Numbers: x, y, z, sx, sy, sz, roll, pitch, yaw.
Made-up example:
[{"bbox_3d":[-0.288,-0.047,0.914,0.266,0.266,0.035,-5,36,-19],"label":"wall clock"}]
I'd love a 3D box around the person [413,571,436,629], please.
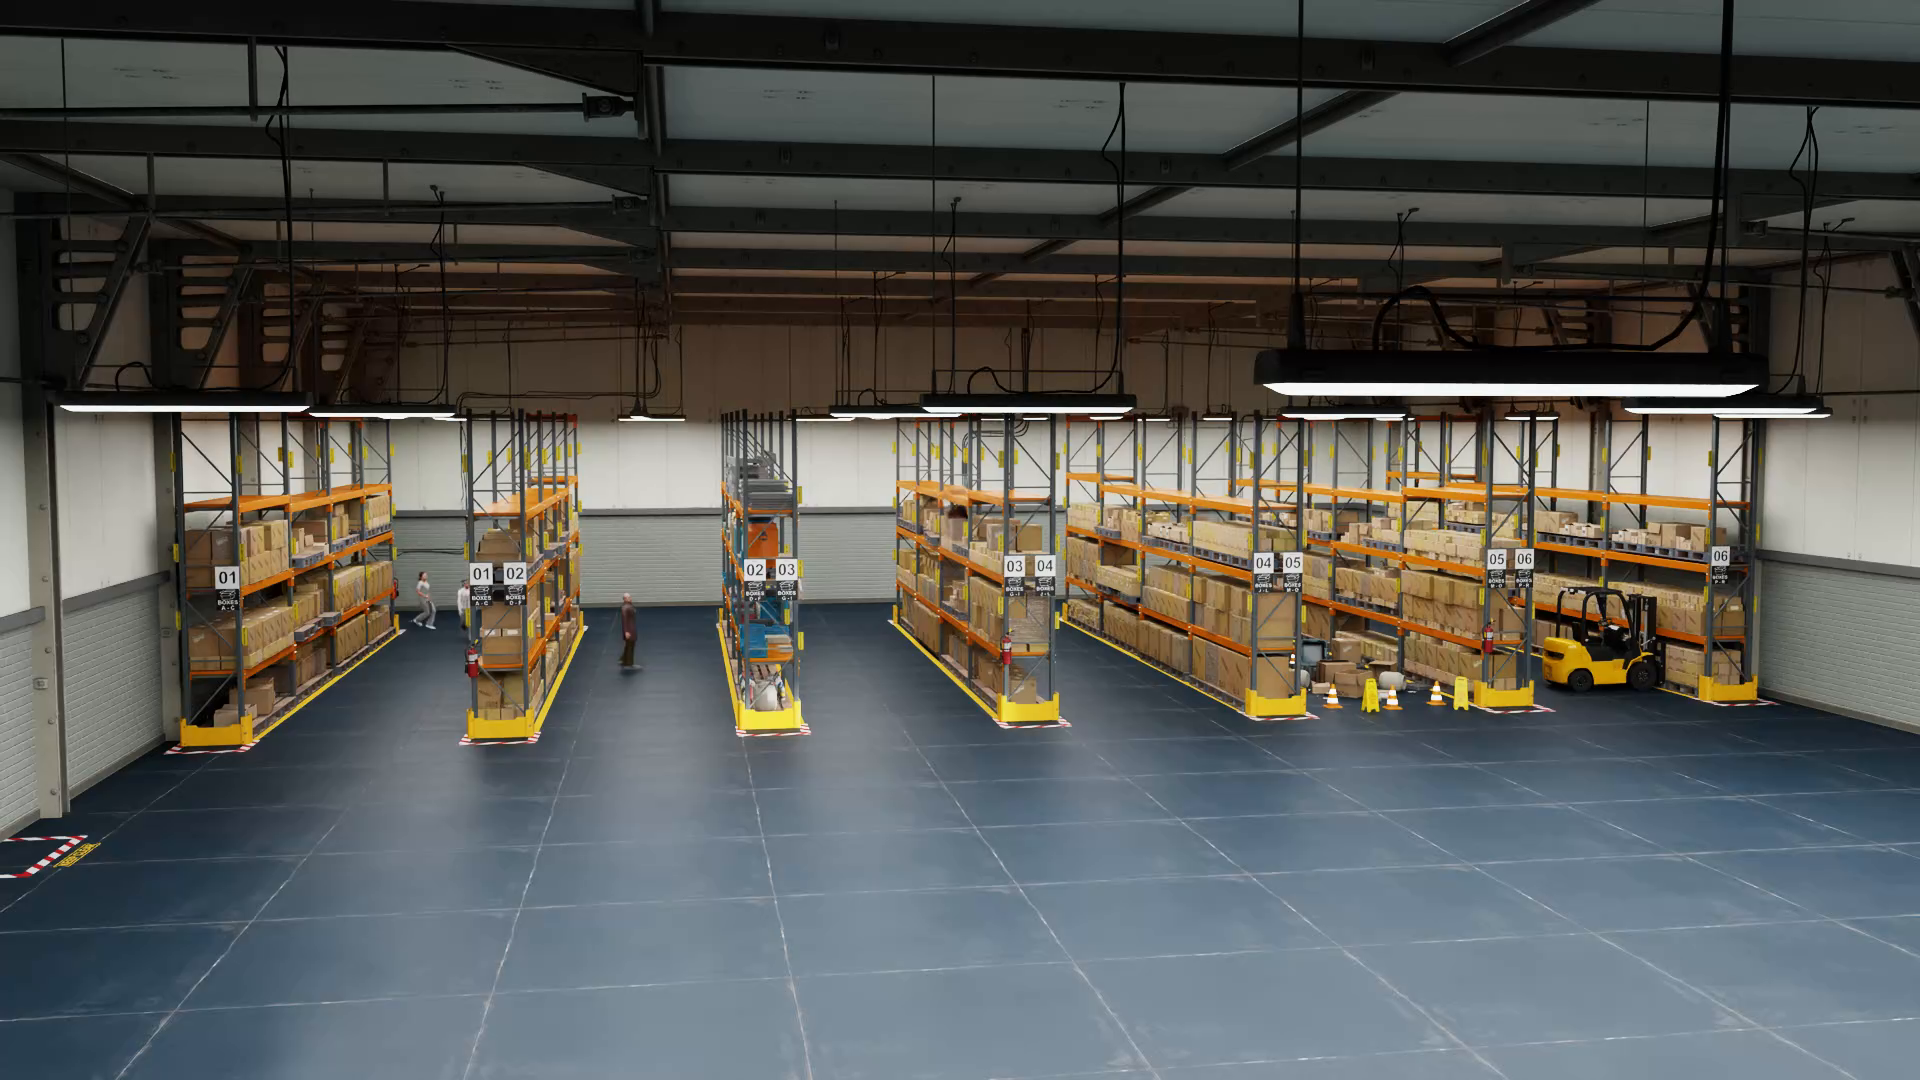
[{"bbox_3d":[-15.018,1.689,46.475,0.633,1.641,0.612,1,4,10],"label":"person"}]

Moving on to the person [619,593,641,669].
[{"bbox_3d":[-7.709,2.120,38.766,0.503,1.785,0.596,-1,4,-18],"label":"person"}]

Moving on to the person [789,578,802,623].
[{"bbox_3d":[-4.785,1.590,47.870,0.477,1.569,0.624,-1,4,-12],"label":"person"}]

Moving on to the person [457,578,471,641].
[{"bbox_3d":[-13.039,1.819,43.964,0.448,1.653,0.707,-1,4,-11],"label":"person"}]
